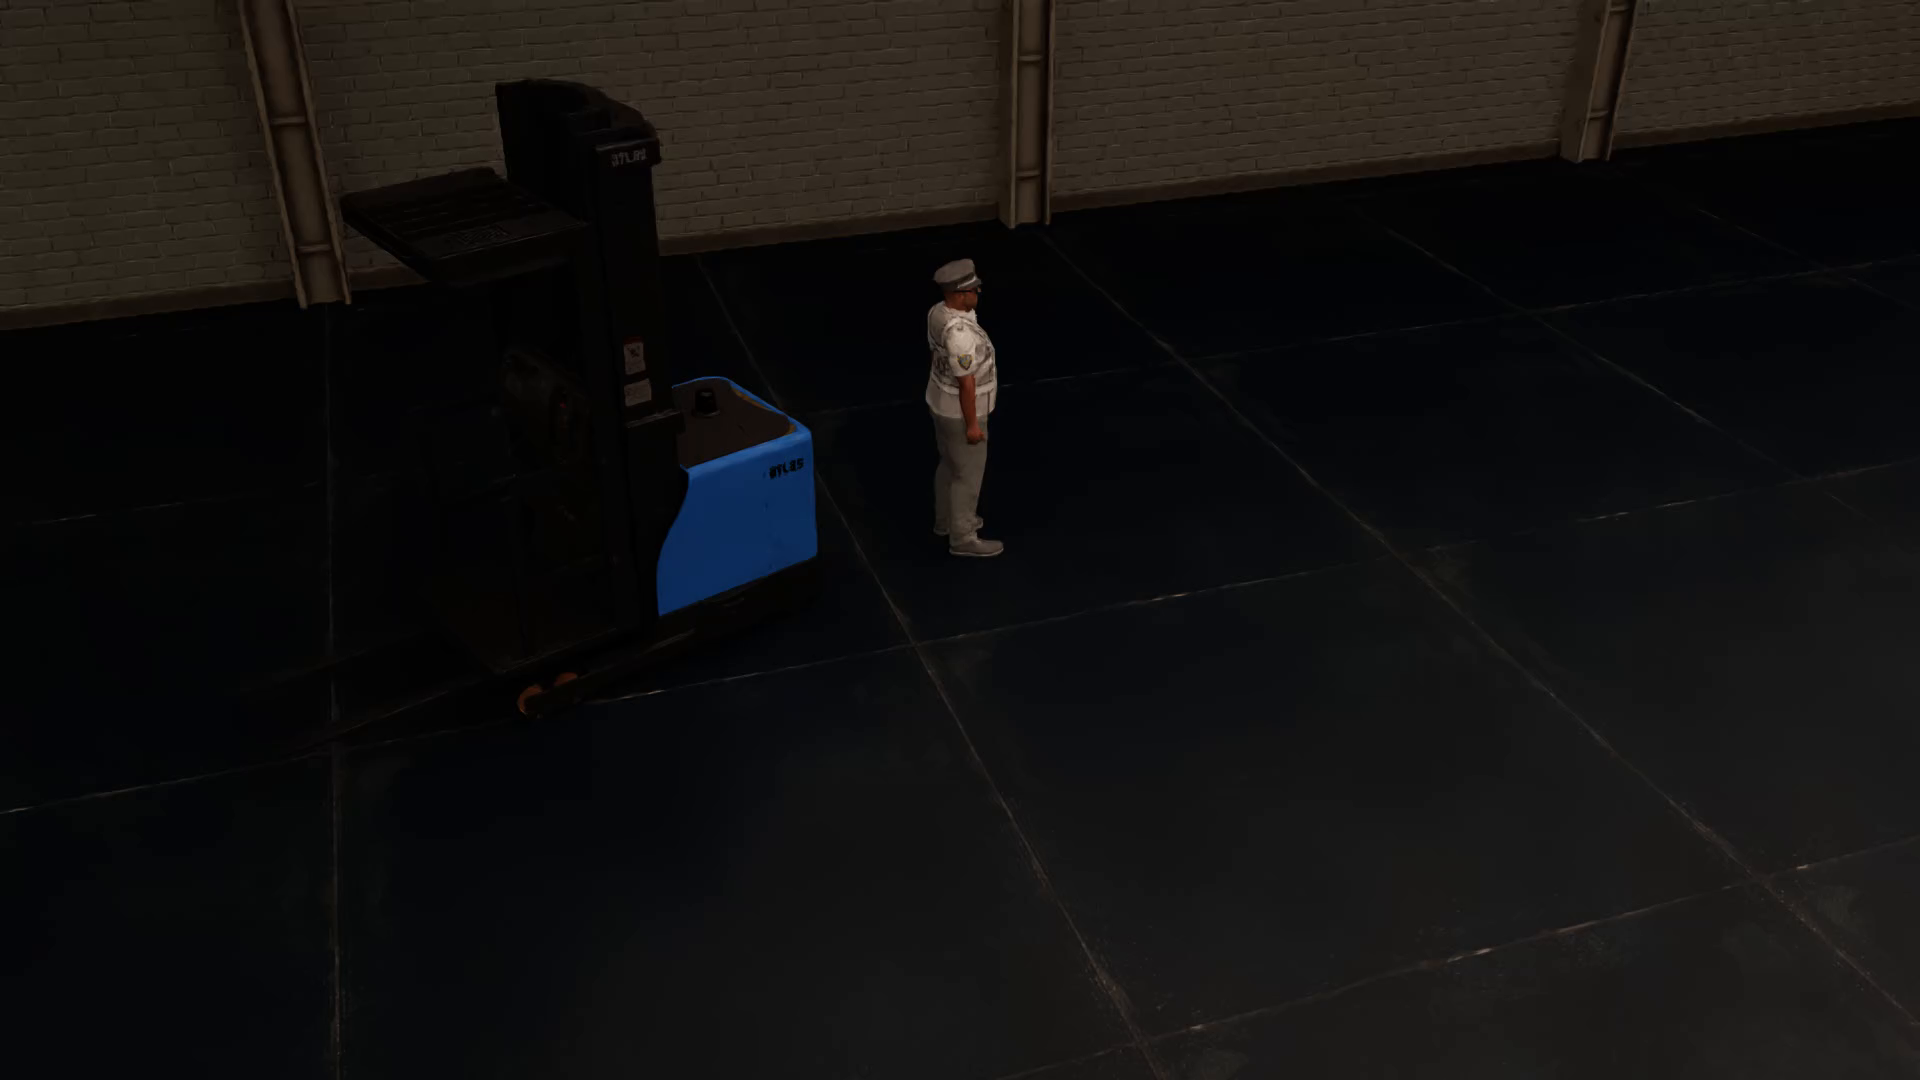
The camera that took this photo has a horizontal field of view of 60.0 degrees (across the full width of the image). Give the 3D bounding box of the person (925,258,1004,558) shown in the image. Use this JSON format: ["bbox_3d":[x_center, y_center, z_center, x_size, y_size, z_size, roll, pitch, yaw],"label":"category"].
[{"bbox_3d":[0.015,-0.768,9.590,0.396,1.769,0.523,-10,31,-16],"label":"person"}]

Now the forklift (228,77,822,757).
[{"bbox_3d":[-2.246,-0.661,8.236,3.031,2.935,1.130,-22,36,-33],"label":"forklift"}]
